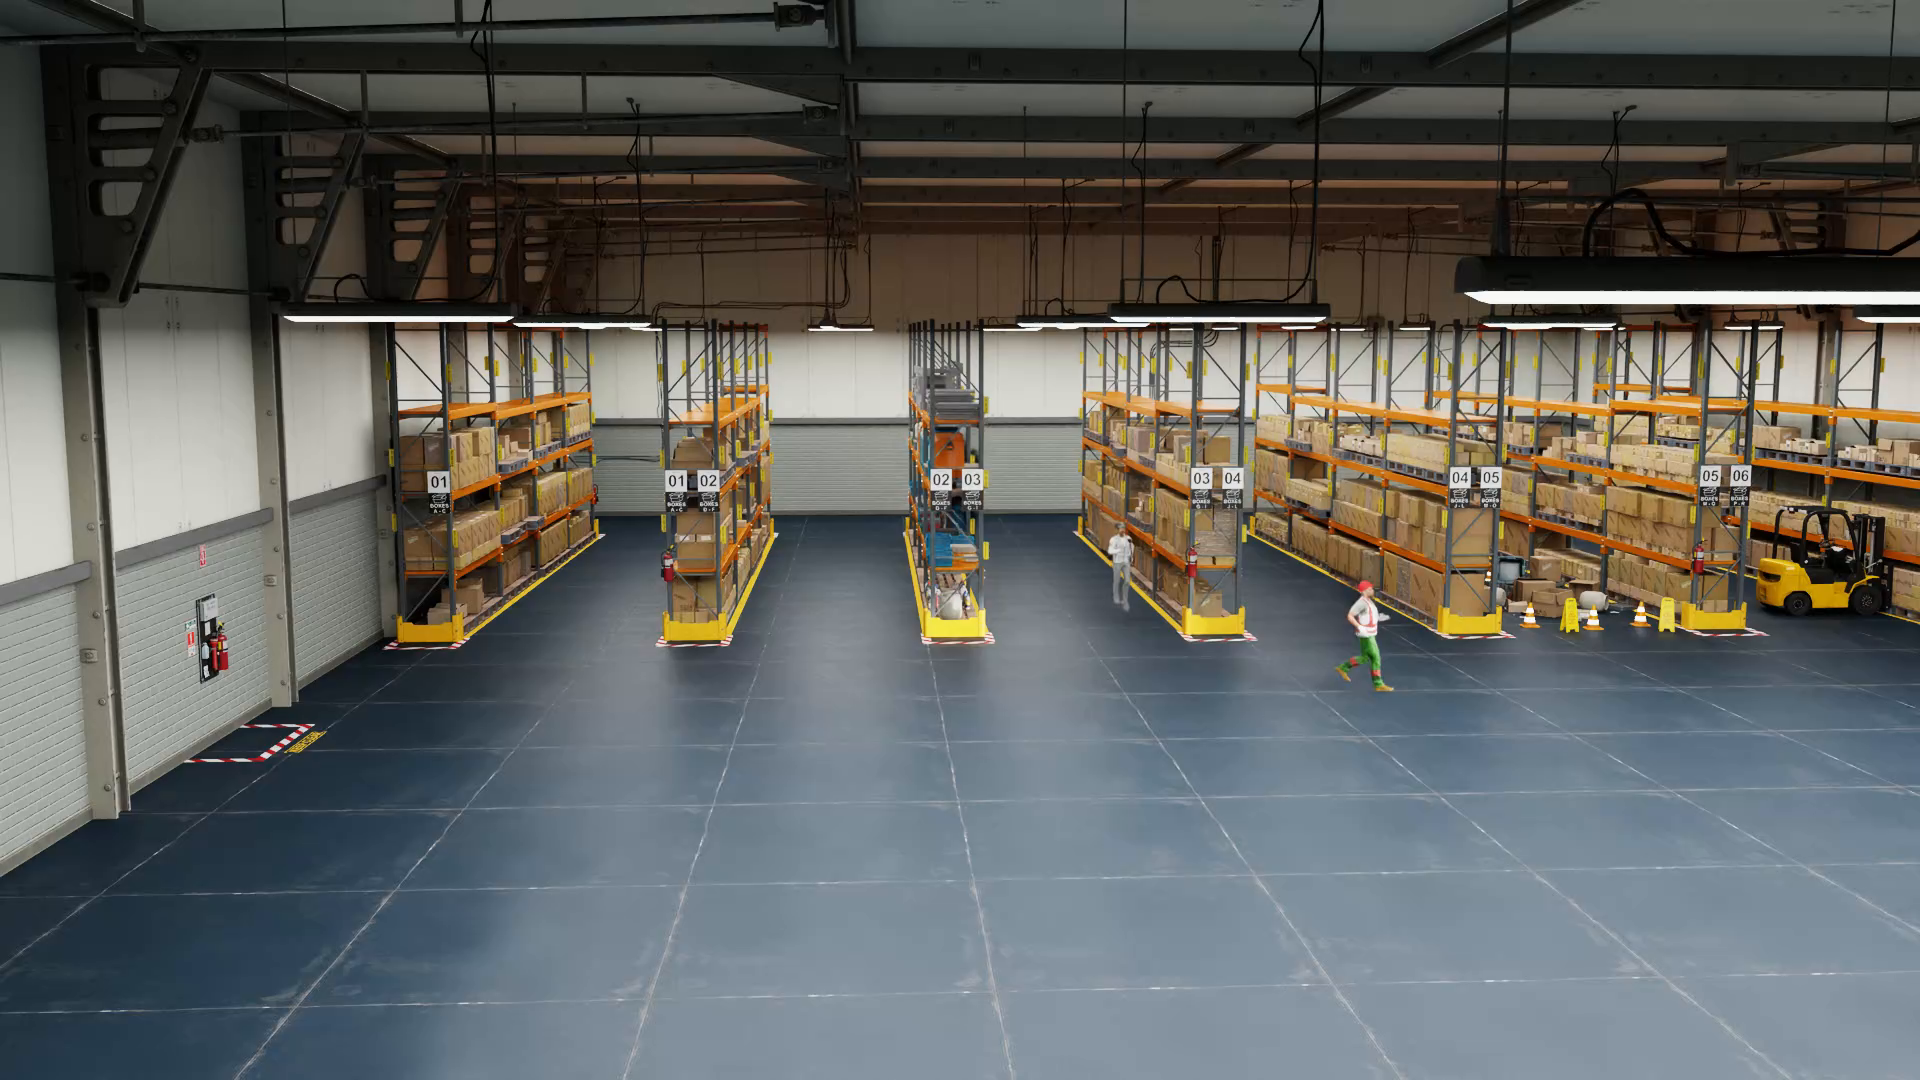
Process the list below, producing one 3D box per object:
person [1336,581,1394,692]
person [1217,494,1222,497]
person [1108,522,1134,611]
[{"bbox_3d":[6.526,1.533,26.763,0.967,1.768,0.667,4,8,26],"label":"person"},{"bbox_3d":[7.662,-1.102,48.952,0.798,1.610,0.712,-1,7,-11],"label":"person"},{"bbox_3d":[3.243,0.517,33.195,0.592,1.788,0.666,-1,7,-9],"label":"person"}]
